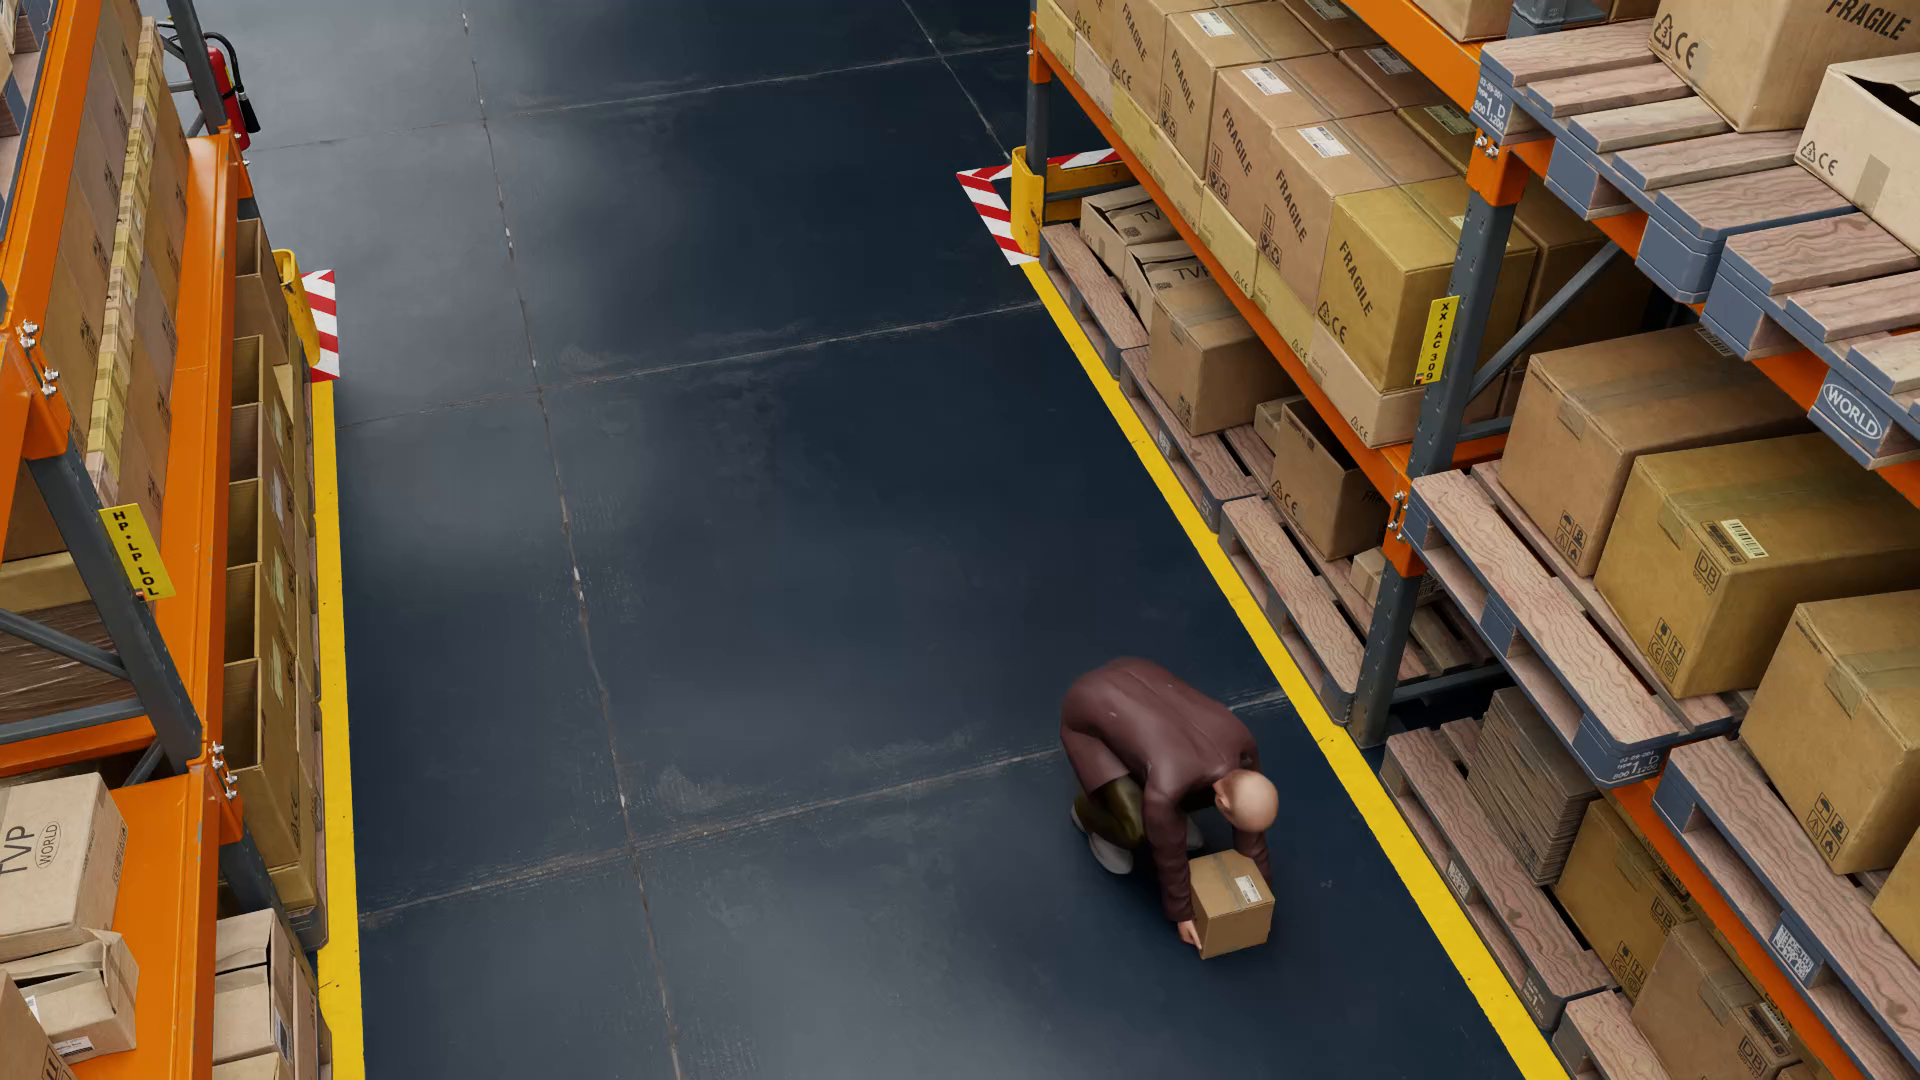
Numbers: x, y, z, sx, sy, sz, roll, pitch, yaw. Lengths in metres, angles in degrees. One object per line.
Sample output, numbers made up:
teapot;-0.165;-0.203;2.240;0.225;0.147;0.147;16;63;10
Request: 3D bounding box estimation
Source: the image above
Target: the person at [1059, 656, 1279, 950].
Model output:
person;0.739;0.897;5.916;0.571;0.815;0.978;-24;47;-24
